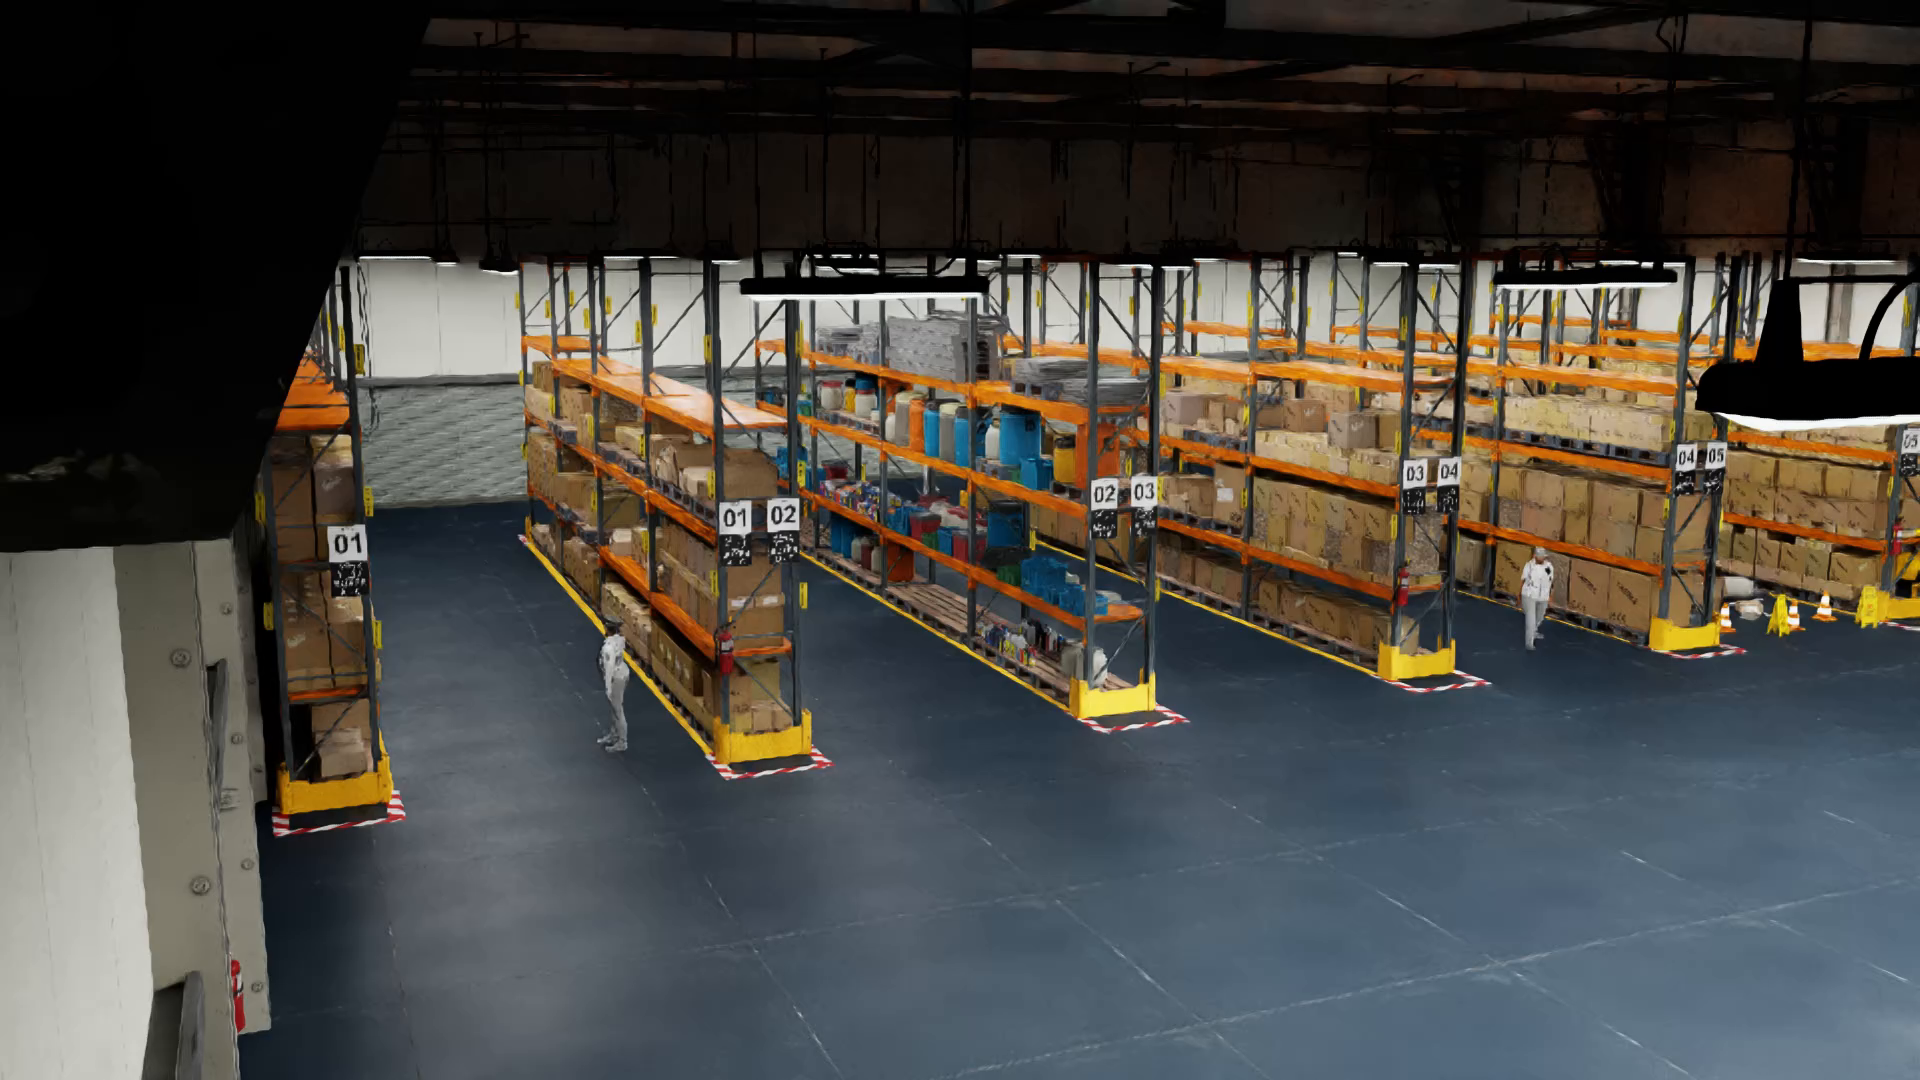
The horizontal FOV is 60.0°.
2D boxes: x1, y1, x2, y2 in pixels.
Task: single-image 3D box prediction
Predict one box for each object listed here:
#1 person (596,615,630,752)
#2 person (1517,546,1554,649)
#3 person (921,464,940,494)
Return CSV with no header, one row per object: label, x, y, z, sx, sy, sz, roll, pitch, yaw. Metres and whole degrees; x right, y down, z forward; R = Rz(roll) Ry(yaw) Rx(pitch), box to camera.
person,-4.338,1.767,20.679,0.459,1.677,0.525,2,10,9
person,8.971,0.856,25.901,0.527,1.599,0.939,0,10,-2
person,-0.732,-1.895,41.083,0.462,1.531,0.866,0,10,-1
